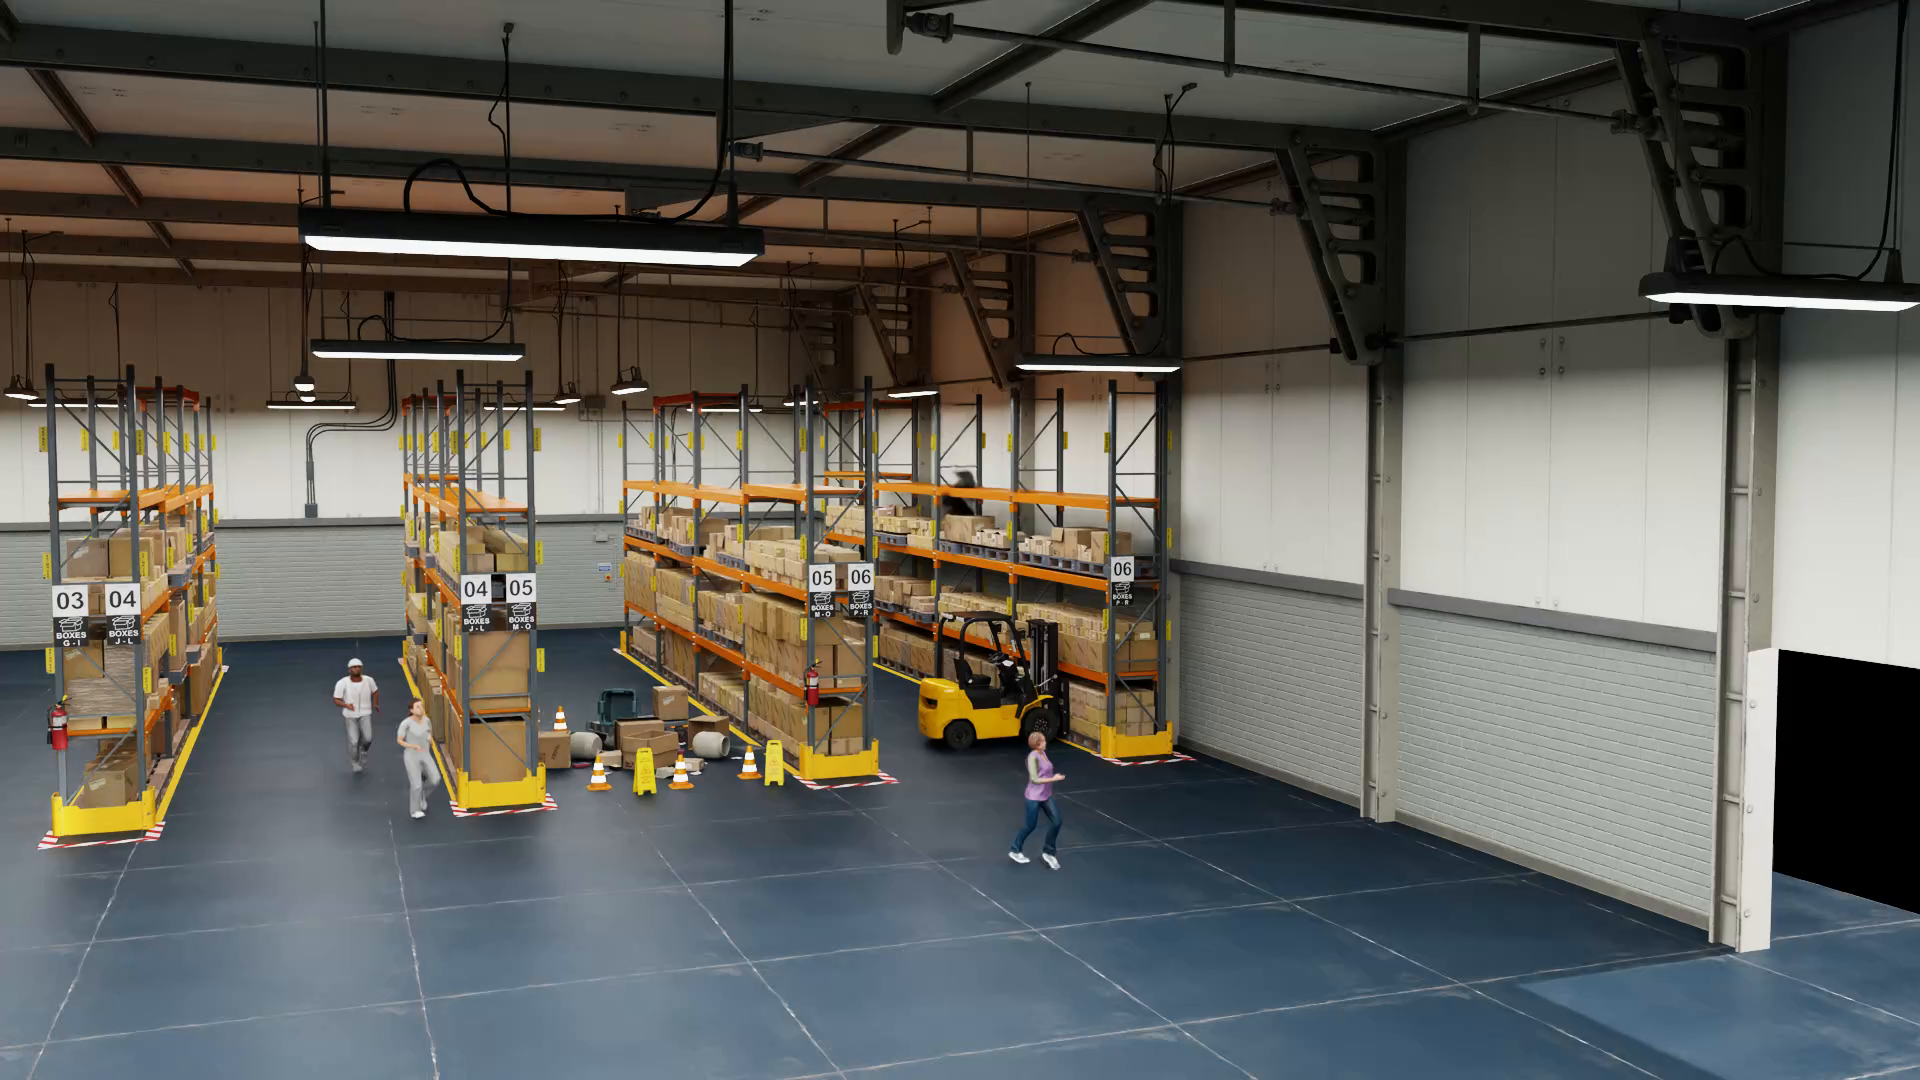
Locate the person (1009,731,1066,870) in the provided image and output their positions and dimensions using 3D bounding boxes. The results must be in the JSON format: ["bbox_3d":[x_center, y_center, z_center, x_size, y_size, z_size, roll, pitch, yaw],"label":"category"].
[{"bbox_3d":[0.919,3.105,19.524,0.711,1.541,0.504,2,4,31],"label":"person"}]

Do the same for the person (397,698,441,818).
[{"bbox_3d":[-7.169,2.901,22.063,0.543,1.620,0.564,3,5,43],"label":"person"}]

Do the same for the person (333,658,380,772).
[{"bbox_3d":[-9.128,2.660,25.238,0.692,1.724,0.582,-2,4,-31],"label":"person"}]
